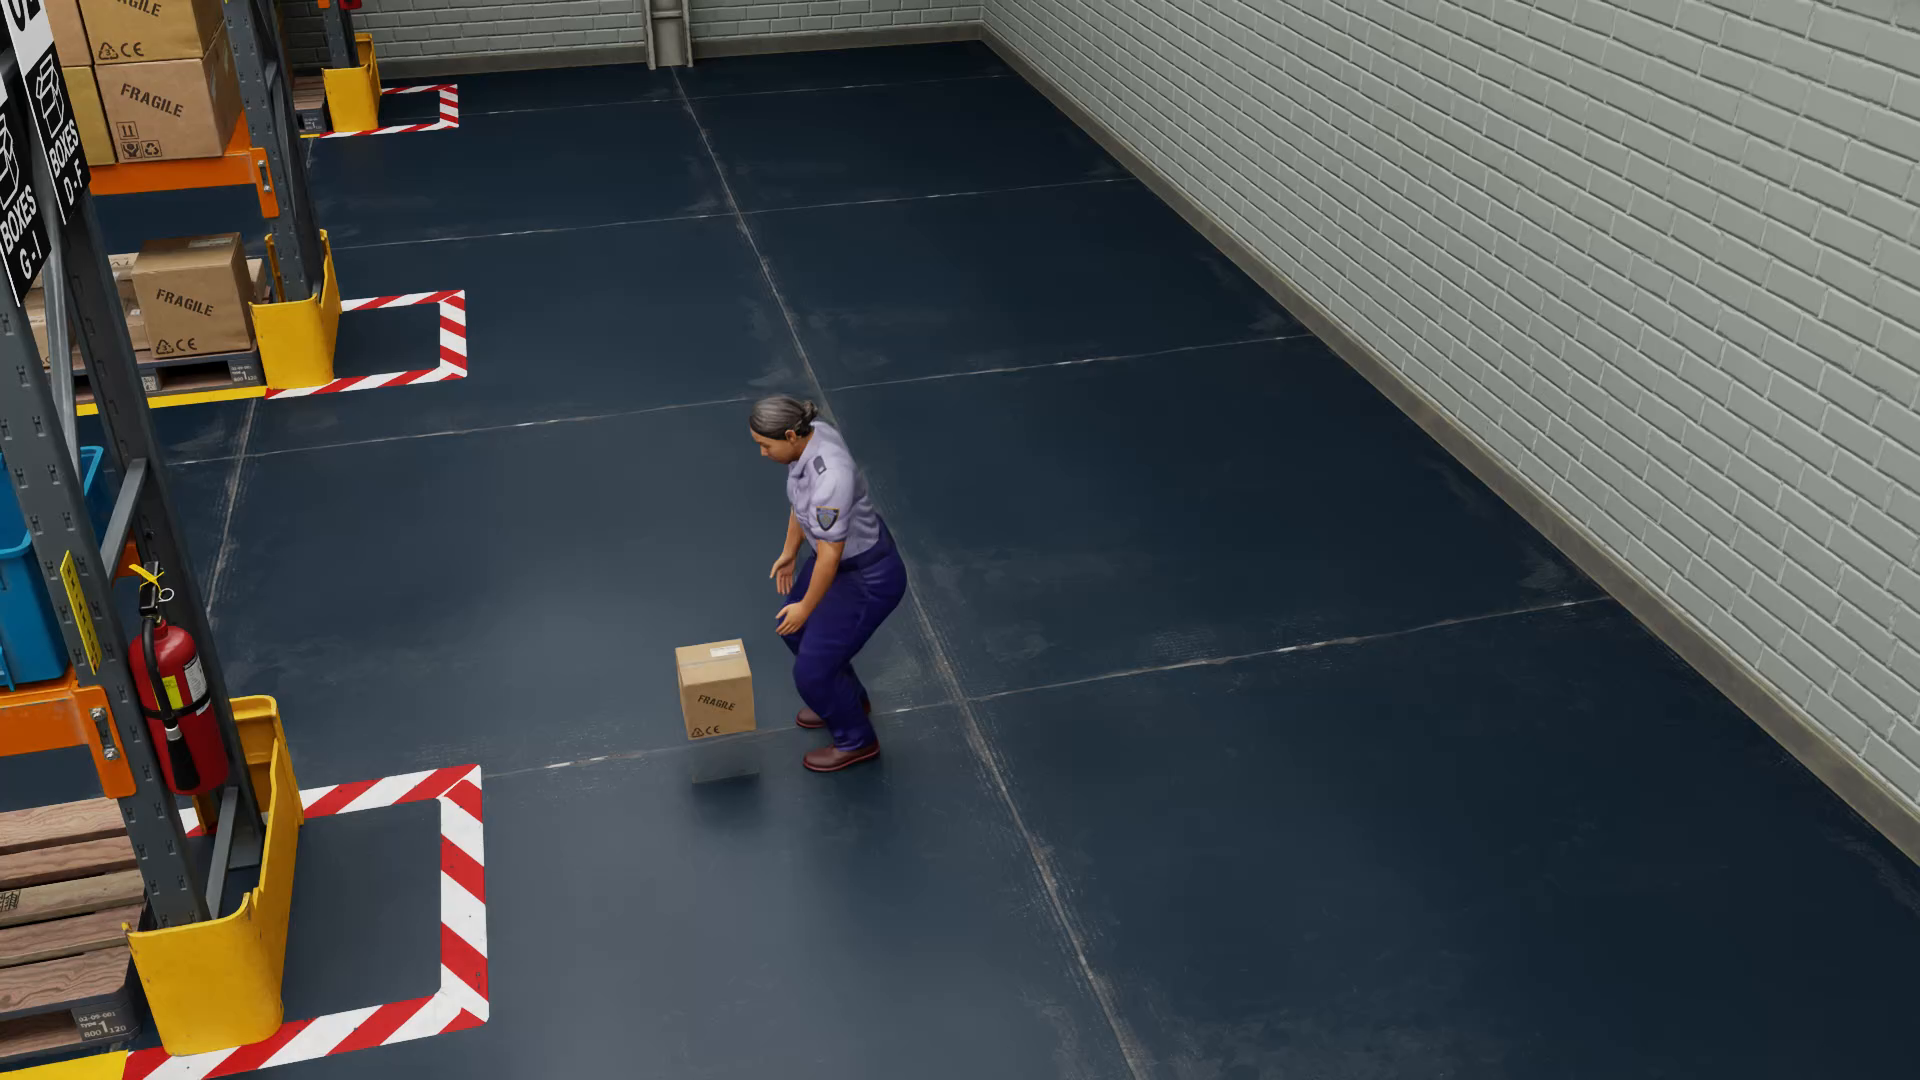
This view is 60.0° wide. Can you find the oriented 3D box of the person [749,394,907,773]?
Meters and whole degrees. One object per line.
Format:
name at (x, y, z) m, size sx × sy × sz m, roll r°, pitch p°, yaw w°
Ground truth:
person at (-0.461, 0.141, 6.055) m, size 0.529 × 1.510 × 0.522 m, roll -7°, pitch 31°, yaw -12°
